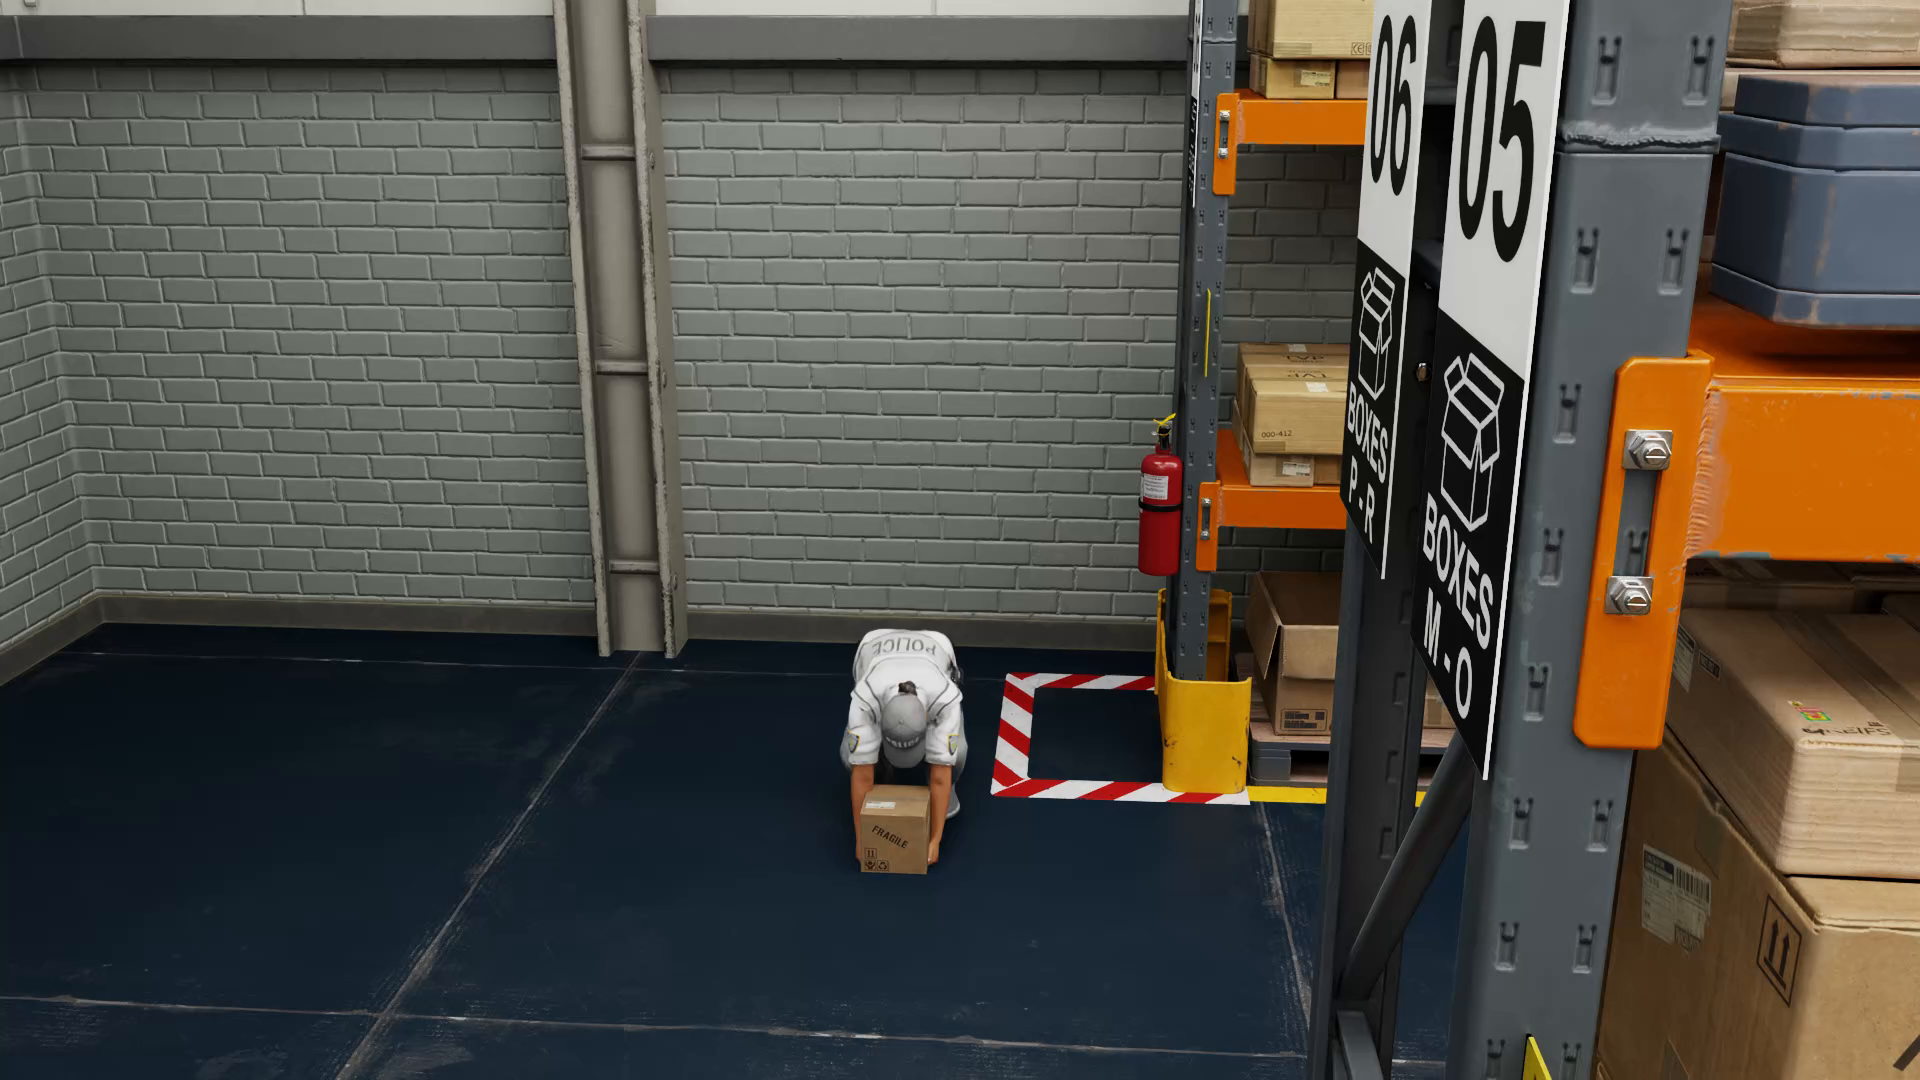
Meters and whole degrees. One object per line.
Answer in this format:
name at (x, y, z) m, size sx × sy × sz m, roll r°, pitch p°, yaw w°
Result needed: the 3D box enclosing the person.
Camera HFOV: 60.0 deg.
person at (-0.219, 0.788, 6.608) m, size 0.509 × 0.764 × 0.937 m, roll 1°, pitch 18°, yaw 3°
